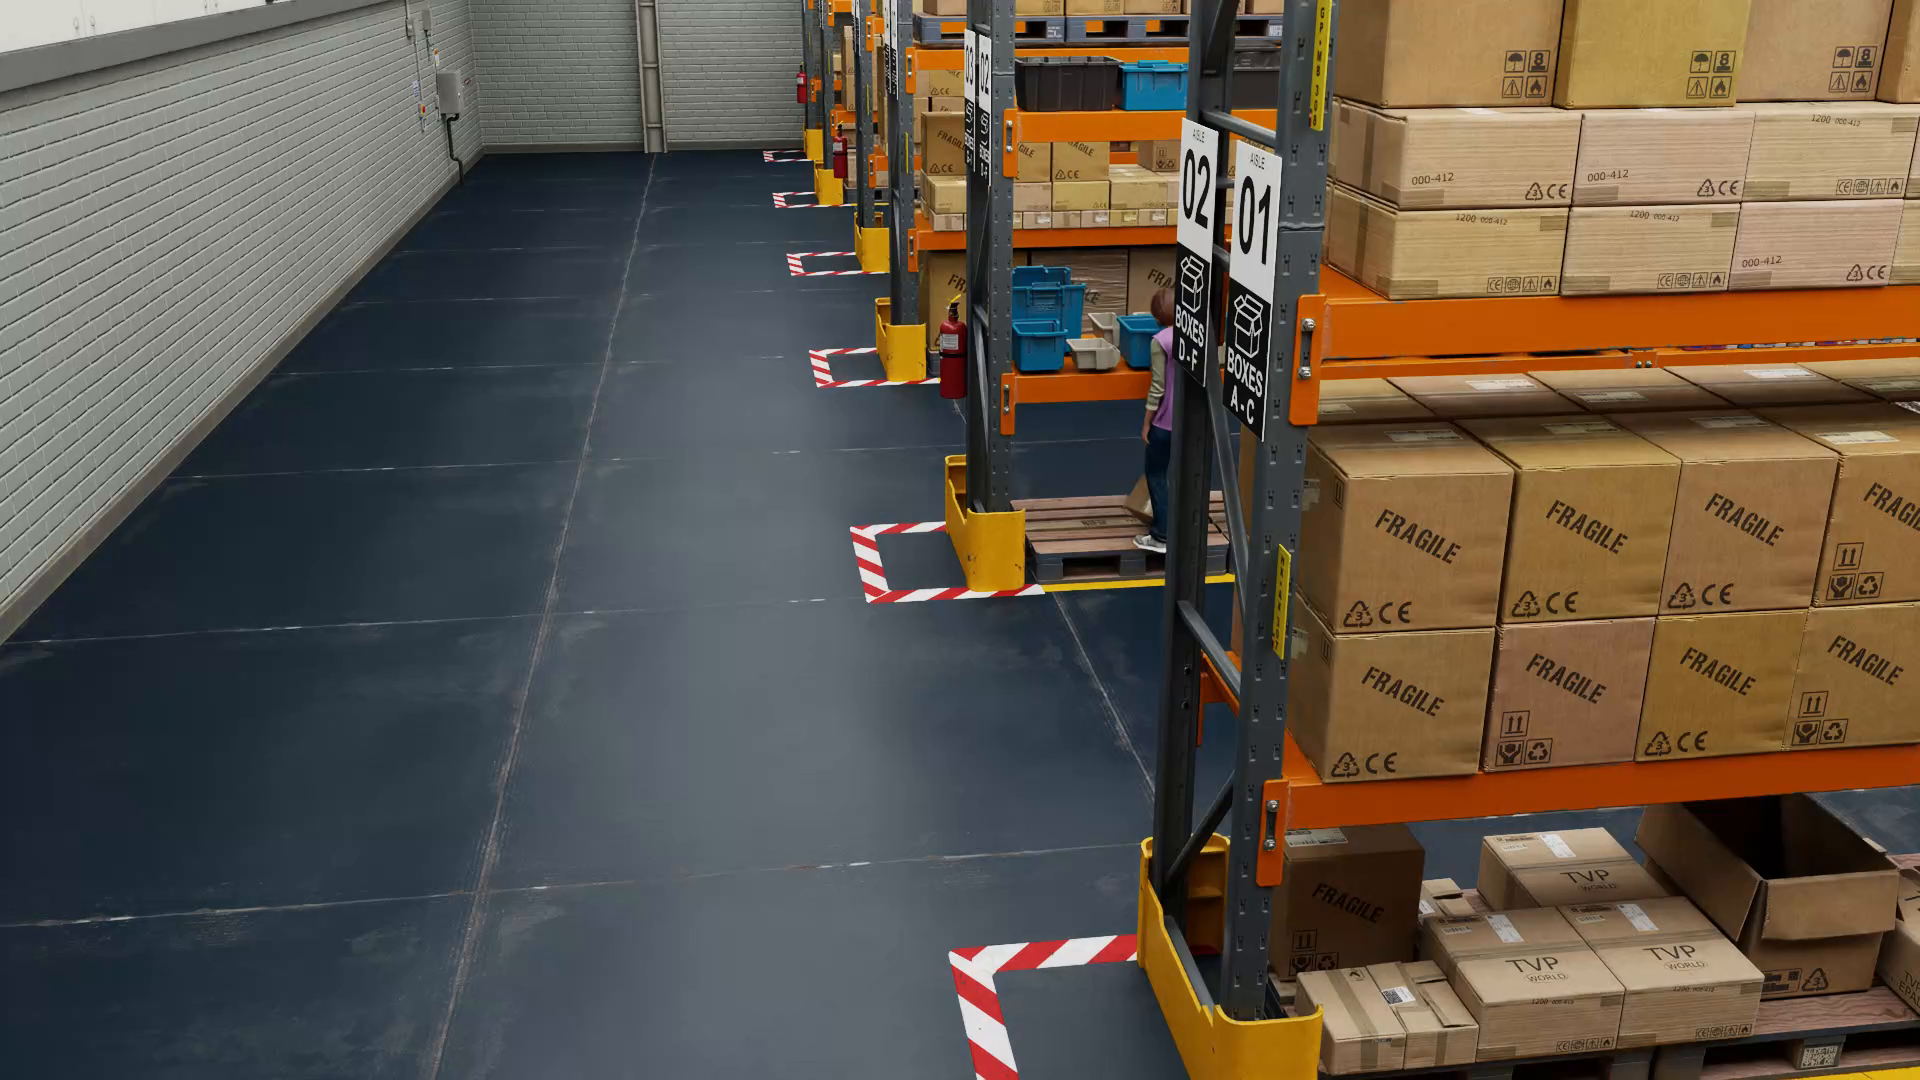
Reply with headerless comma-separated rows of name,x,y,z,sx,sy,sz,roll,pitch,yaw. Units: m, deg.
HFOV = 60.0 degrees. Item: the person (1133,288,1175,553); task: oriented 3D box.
person,1.267,-0.703,9.891,0.469,1.592,0.346,-15,25,-35
